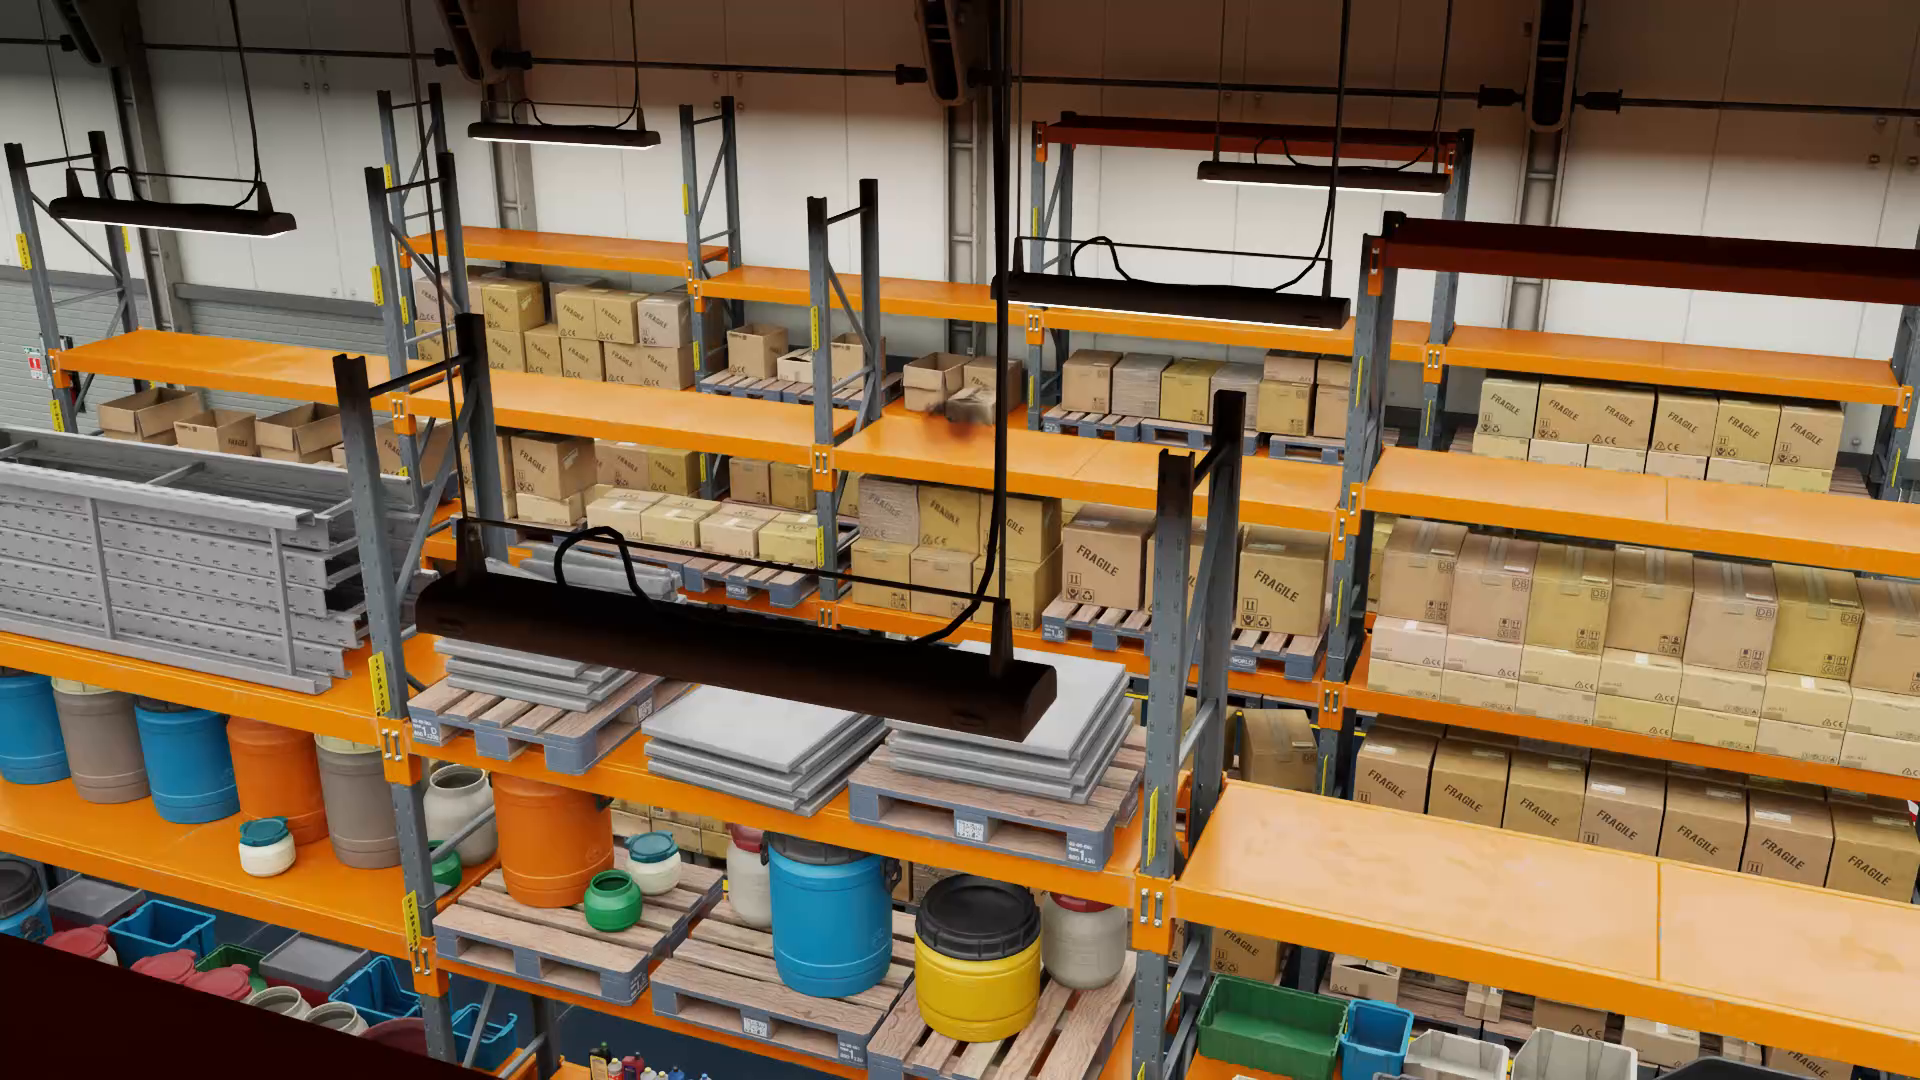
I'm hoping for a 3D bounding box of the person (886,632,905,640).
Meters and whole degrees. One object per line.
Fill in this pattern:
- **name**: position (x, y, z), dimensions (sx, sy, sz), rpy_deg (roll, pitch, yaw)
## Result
- **person**: position (-0.645, 1.089, 17.274), dimensions (0.527, 1.661, 0.456), rpy_deg (15, 25, 34)
